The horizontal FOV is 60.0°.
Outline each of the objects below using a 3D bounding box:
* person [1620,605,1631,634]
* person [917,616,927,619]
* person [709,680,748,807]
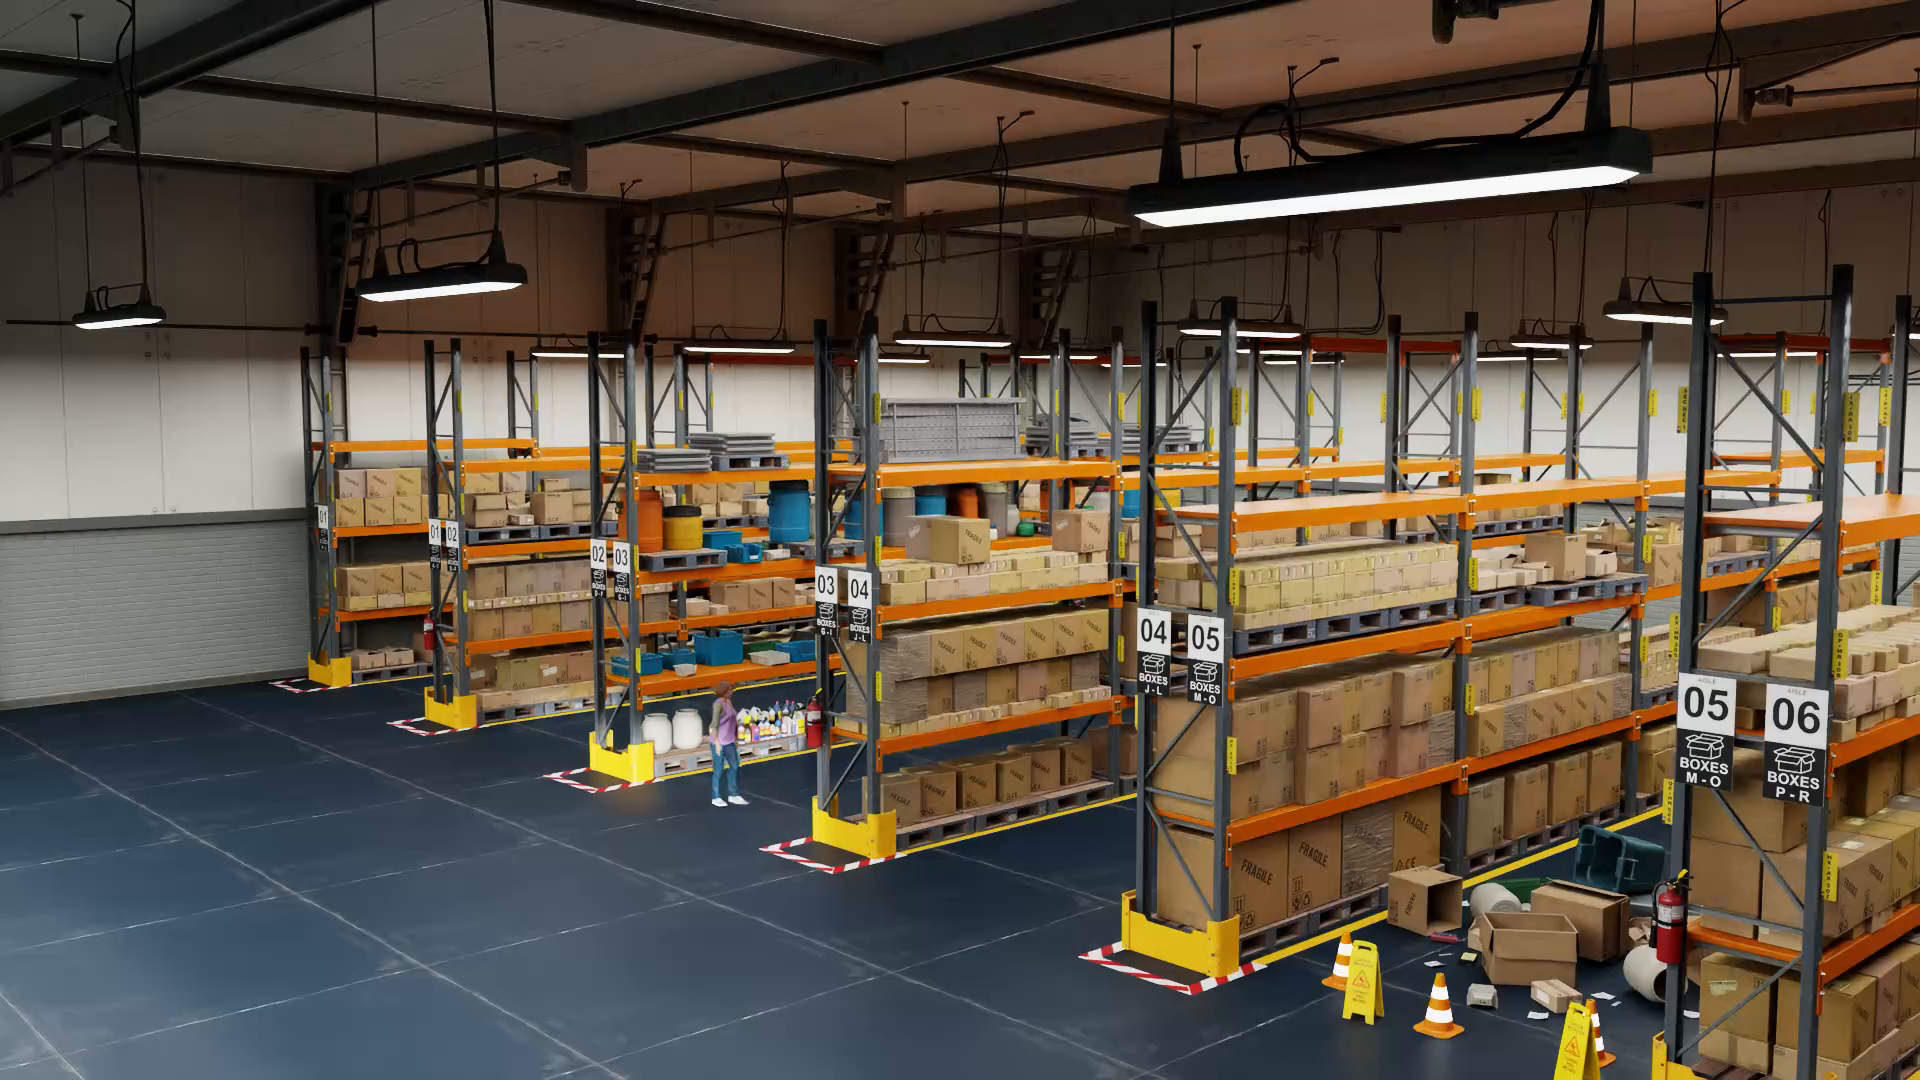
[{"bbox_3d":[11.566,1.864,28.699,0.394,1.547,0.939,5,7,43],"label":"person"},{"bbox_3d":[-0.474,1.766,28.517,0.568,1.759,0.502,-4,7,-41],"label":"person"},{"bbox_3d":[-2.959,2.562,20.816,0.424,1.619,0.516,2,5,22],"label":"person"}]
